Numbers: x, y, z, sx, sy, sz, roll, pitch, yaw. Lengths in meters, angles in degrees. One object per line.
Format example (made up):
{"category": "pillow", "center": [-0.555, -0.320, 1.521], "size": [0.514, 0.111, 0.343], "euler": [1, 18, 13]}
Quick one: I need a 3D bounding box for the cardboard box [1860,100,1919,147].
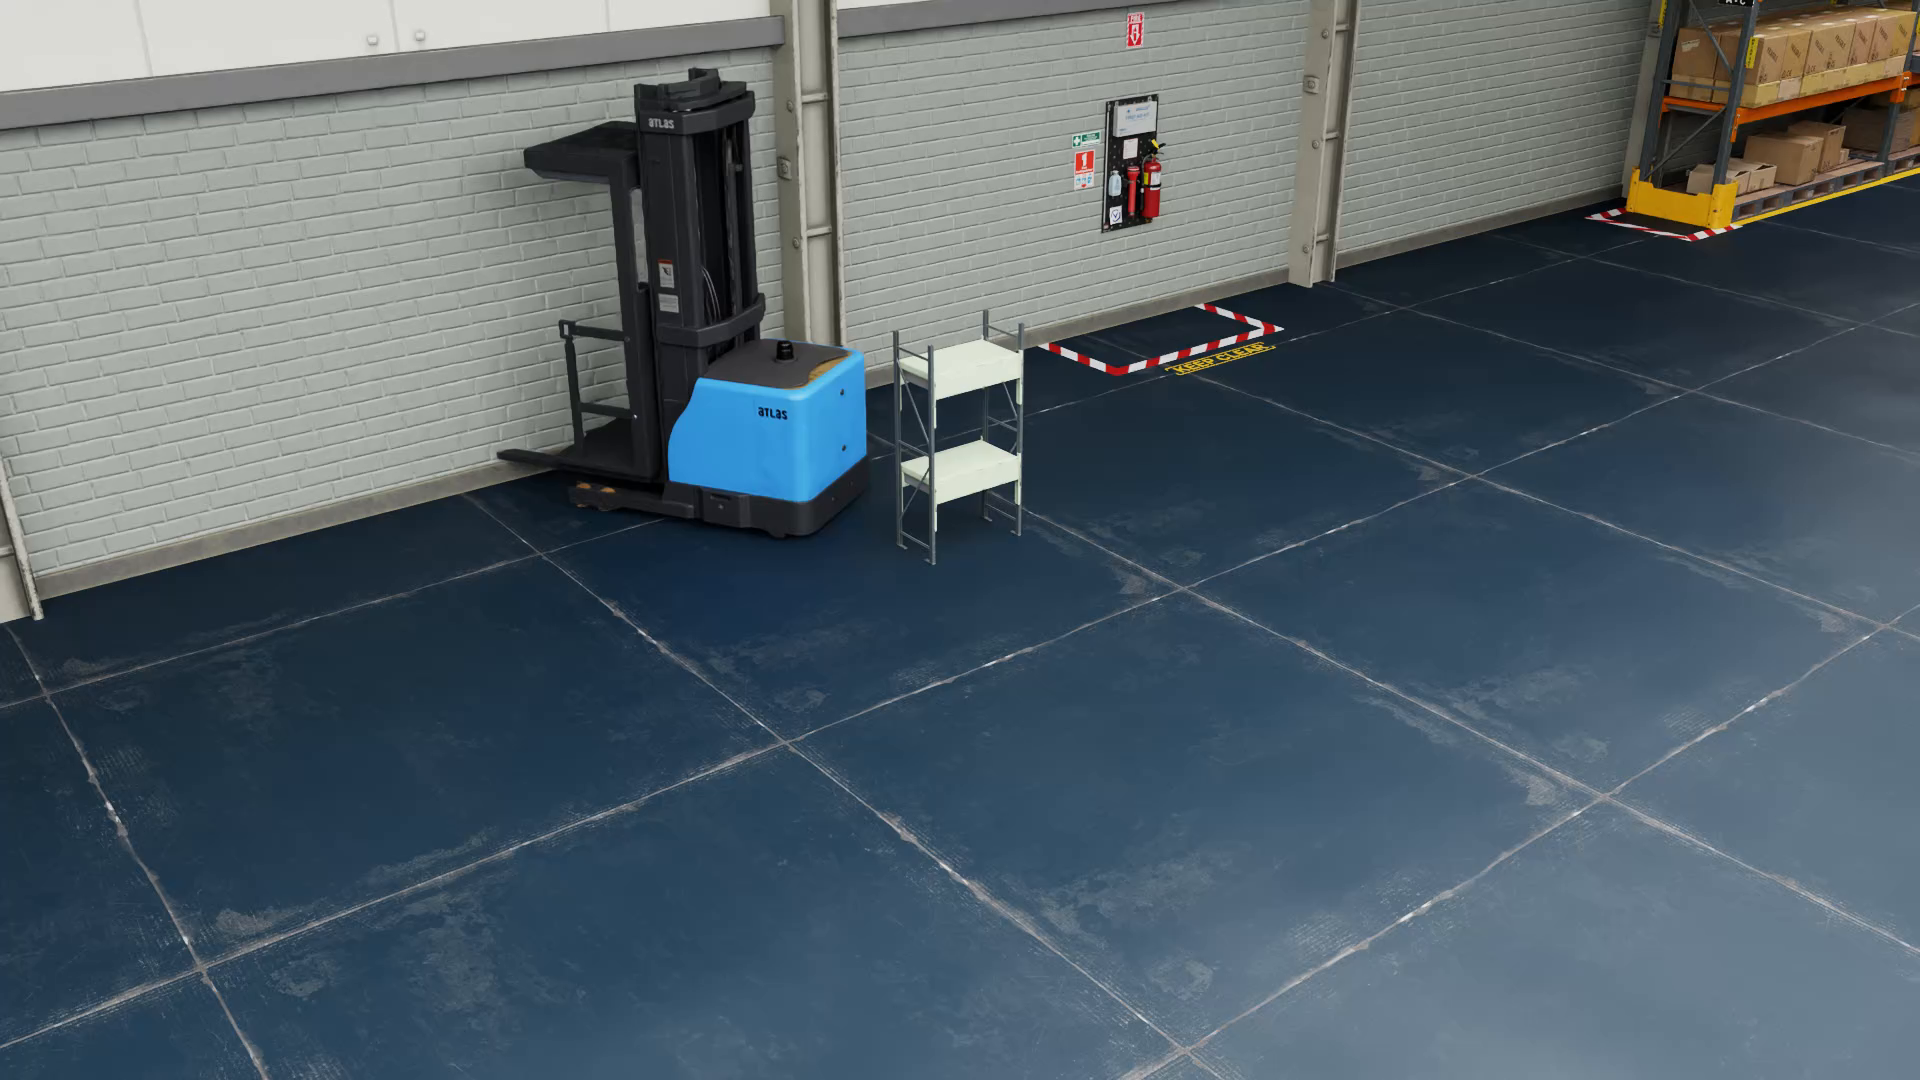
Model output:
{"category": "cardboard box", "center": [12.363, -5.541, 22.072], "size": [0.500, 0.500, 0.700], "euler": [-19, 31, -35]}

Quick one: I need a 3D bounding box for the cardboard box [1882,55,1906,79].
{"category": "cardboard box", "center": [11.233, -5.845, 20.436], "size": [0.500, 0.250, 0.500], "euler": [-18, 30, -34]}

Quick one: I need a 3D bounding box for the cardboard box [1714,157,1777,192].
{"category": "cardboard box", "center": [9.319, -4.366, 19.767], "size": [0.500, 0.311, 0.500], "euler": [-15, 29, -30]}

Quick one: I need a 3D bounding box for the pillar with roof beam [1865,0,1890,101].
{"category": "pillar with roof beam", "center": [15.666, -8.411, 18.683], "size": [0.400, 9.000, 9.100], "euler": [-18, 31, -34]}

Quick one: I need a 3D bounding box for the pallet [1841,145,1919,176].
{"category": "pallet", "center": [12.030, -5.065, 21.914], "size": [1.213, 0.211, 1.003], "euler": [-18, 31, -34]}

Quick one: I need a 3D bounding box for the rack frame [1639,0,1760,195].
{"category": "rack frame", "center": [8.271, -5.089, 18.651], "size": [0.127, 3.000, 1.000], "euler": [-18, 31, -34]}

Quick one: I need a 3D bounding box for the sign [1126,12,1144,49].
{"category": "sign", "center": [1.530, -4.451, 14.525], "size": [0.199, 0.298, 0.001], "euler": [-18, 31, -34]}

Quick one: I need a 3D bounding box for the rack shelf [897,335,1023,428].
{"category": "rack shelf", "center": [-0.005, -1.033, 10.766], "size": [0.720, 0.370, 0.431], "euler": [-18, 31, -34]}

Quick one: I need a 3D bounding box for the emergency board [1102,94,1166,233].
{"category": "emergency board", "center": [1.598, -3.369, 14.946], "size": [0.643, 1.169, 0.194], "euler": [-18, 31, -34]}

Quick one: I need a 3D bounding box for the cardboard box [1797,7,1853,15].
{"category": "cardboard box", "center": [10.510, -6.223, 20.359], "size": [0.500, 0.500, 0.500], "euler": [-18, 31, -34]}

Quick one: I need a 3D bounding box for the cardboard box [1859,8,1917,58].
{"category": "cardboard box", "center": [11.237, -6.184, 20.274], "size": [0.500, 0.500, 0.500], "euler": [-18, 31, -34]}

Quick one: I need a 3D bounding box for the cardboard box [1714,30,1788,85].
{"category": "cardboard box", "center": [8.832, -5.394, 18.573], "size": [0.500, 0.500, 0.500], "euler": [-18, 31, -34]}

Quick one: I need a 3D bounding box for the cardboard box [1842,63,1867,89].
{"category": "cardboard box", "center": [10.449, -5.583, 19.870], "size": [0.500, 0.250, 0.500], "euler": [-18, 31, -34]}

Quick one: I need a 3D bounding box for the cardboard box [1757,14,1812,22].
{"category": "cardboard box", "center": [9.713, -5.957, 19.785], "size": [0.500, 0.500, 0.500], "euler": [-18, 30, -33]}

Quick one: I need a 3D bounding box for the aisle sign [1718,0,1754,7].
{"category": "aisle sign", "center": [8.399, -6.150, 17.849], "size": [0.004, 0.787, 0.394], "euler": [-18, 31, -34]}

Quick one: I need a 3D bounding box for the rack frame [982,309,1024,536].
{"category": "rack frame", "center": [0.283, -0.774, 11.135], "size": [0.023, 1.500, 0.400], "euler": [-18, 31, -34]}

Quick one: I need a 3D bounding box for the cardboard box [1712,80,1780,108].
{"category": "cardboard box", "center": [8.851, -5.051, 18.725], "size": [0.500, 0.250, 0.500], "euler": [-19, 31, -35]}

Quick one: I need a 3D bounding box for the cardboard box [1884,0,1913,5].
{"category": "cardboard box", "center": [12.284, -6.636, 21.344], "size": [0.500, 0.500, 0.700], "euler": [-15, 29, -29]}

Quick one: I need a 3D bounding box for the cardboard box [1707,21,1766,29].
{"category": "cardboard box", "center": [8.913, -5.690, 19.211], "size": [0.500, 0.500, 0.500], "euler": [-18, 30, -33]}

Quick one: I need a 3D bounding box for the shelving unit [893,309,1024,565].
{"category": "shelving unit", "center": [-0.005, -0.679, 10.931], "size": [0.755, 1.500, 0.431], "euler": [-18, 31, -34]}

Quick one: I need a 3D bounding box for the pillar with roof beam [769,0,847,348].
{"category": "pillar with roof beam", "center": [1.501, -3.735, 8.608], "size": [0.400, 9.000, 9.100], "euler": [-18, 31, -34]}

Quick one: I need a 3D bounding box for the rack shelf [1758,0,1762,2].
{"category": "rack shelf", "center": [9.845, -6.642, 19.291], "size": [4.000, 0.370, 1.077], "euler": [-18, 31, -34]}

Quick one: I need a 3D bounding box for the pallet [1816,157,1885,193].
{"category": "pallet", "center": [10.912, -4.677, 21.076], "size": [1.213, 0.211, 1.003], "euler": [-18, 31, -34]}

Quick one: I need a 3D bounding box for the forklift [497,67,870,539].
{"category": "forklift", "center": [-2.216, -1.724, 11.482], "size": [3.031, 2.935, 1.130], "euler": [10, 27, 20]}

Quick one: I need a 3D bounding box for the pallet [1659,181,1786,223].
{"category": "pallet", "center": [8.992, -4.043, 19.710], "size": [1.213, 0.211, 1.003], "euler": [-18, 31, -34]}

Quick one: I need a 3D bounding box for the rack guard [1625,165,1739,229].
{"category": "rack guard", "center": [8.330, -3.974, 19.220], "size": [0.348, 0.500, 1.175], "euler": [-18, 31, -34]}

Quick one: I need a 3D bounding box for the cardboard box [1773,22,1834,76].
{"category": "cardboard box", "center": [9.637, -5.651, 19.127], "size": [0.500, 0.500, 0.500], "euler": [-19, 31, -36]}

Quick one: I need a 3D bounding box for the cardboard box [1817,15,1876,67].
{"category": "cardboard box", "center": [10.445, -5.925, 19.716], "size": [0.500, 0.500, 0.500], "euler": [-19, 31, -35]}

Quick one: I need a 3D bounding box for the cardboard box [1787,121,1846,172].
{"category": "cardboard box", "center": [10.626, -4.910, 20.714], "size": [0.500, 0.500, 0.500], "euler": [-21, 32, -38]}

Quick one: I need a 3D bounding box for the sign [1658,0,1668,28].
{"category": "sign", "center": [7.944, -5.946, 18.748], "size": [0.005, 0.325, 0.100], "euler": [-18, 31, -34]}

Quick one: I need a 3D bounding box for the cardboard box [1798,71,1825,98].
{"category": "cardboard box", "center": [9.655, -5.321, 19.307], "size": [0.500, 0.250, 0.500], "euler": [-19, 31, -35]}

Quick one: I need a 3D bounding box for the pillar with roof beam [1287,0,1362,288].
{"category": "pillar with roof beam", "center": [6.223, -5.293, 11.966], "size": [0.400, 9.000, 9.100], "euler": [-18, 31, -34]}

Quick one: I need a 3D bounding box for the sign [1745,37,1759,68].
{"category": "sign", "center": [8.606, -5.301, 18.082], "size": [0.005, 0.325, 0.100], "euler": [-18, 31, -34]}
